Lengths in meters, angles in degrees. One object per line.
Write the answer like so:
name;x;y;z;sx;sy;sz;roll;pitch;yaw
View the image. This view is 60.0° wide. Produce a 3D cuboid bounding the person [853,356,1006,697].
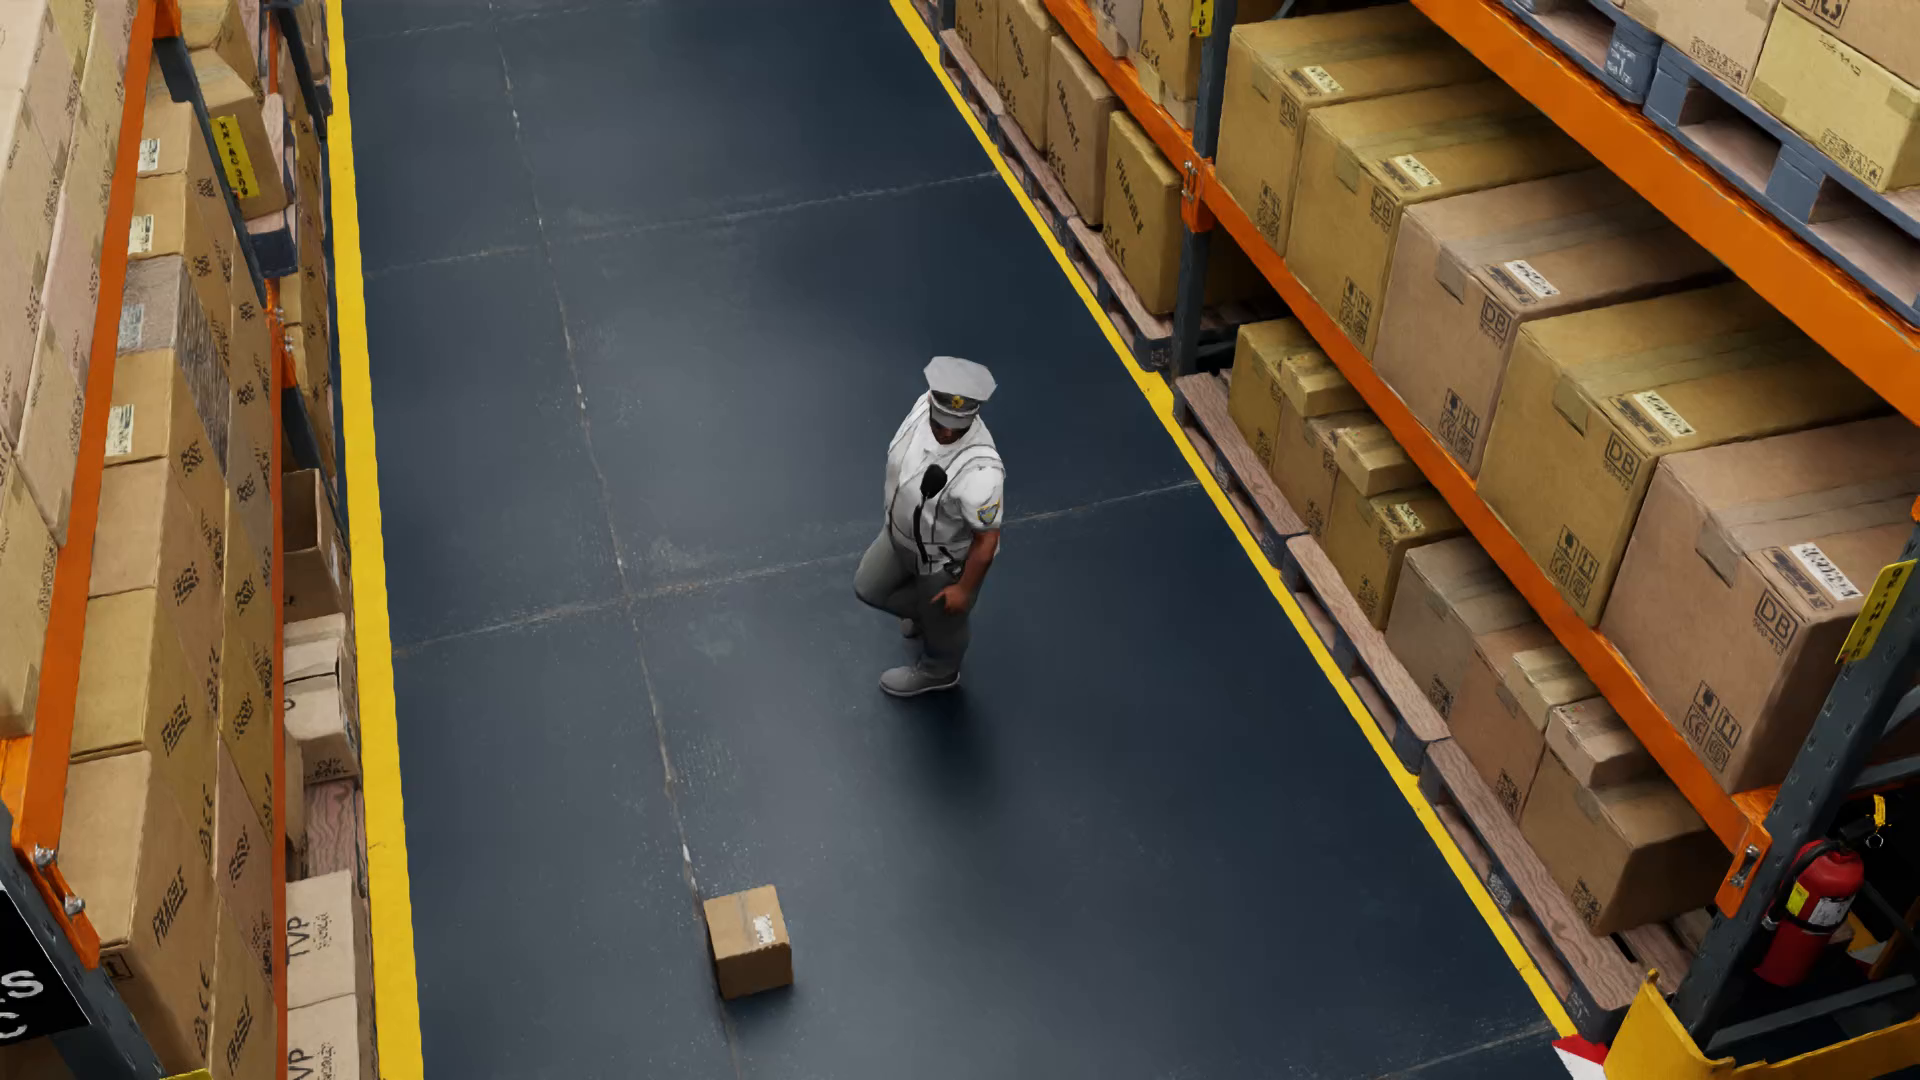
person;-0.131;-0.005;6.157;0.471;1.742;0.747;-17;45;-18
